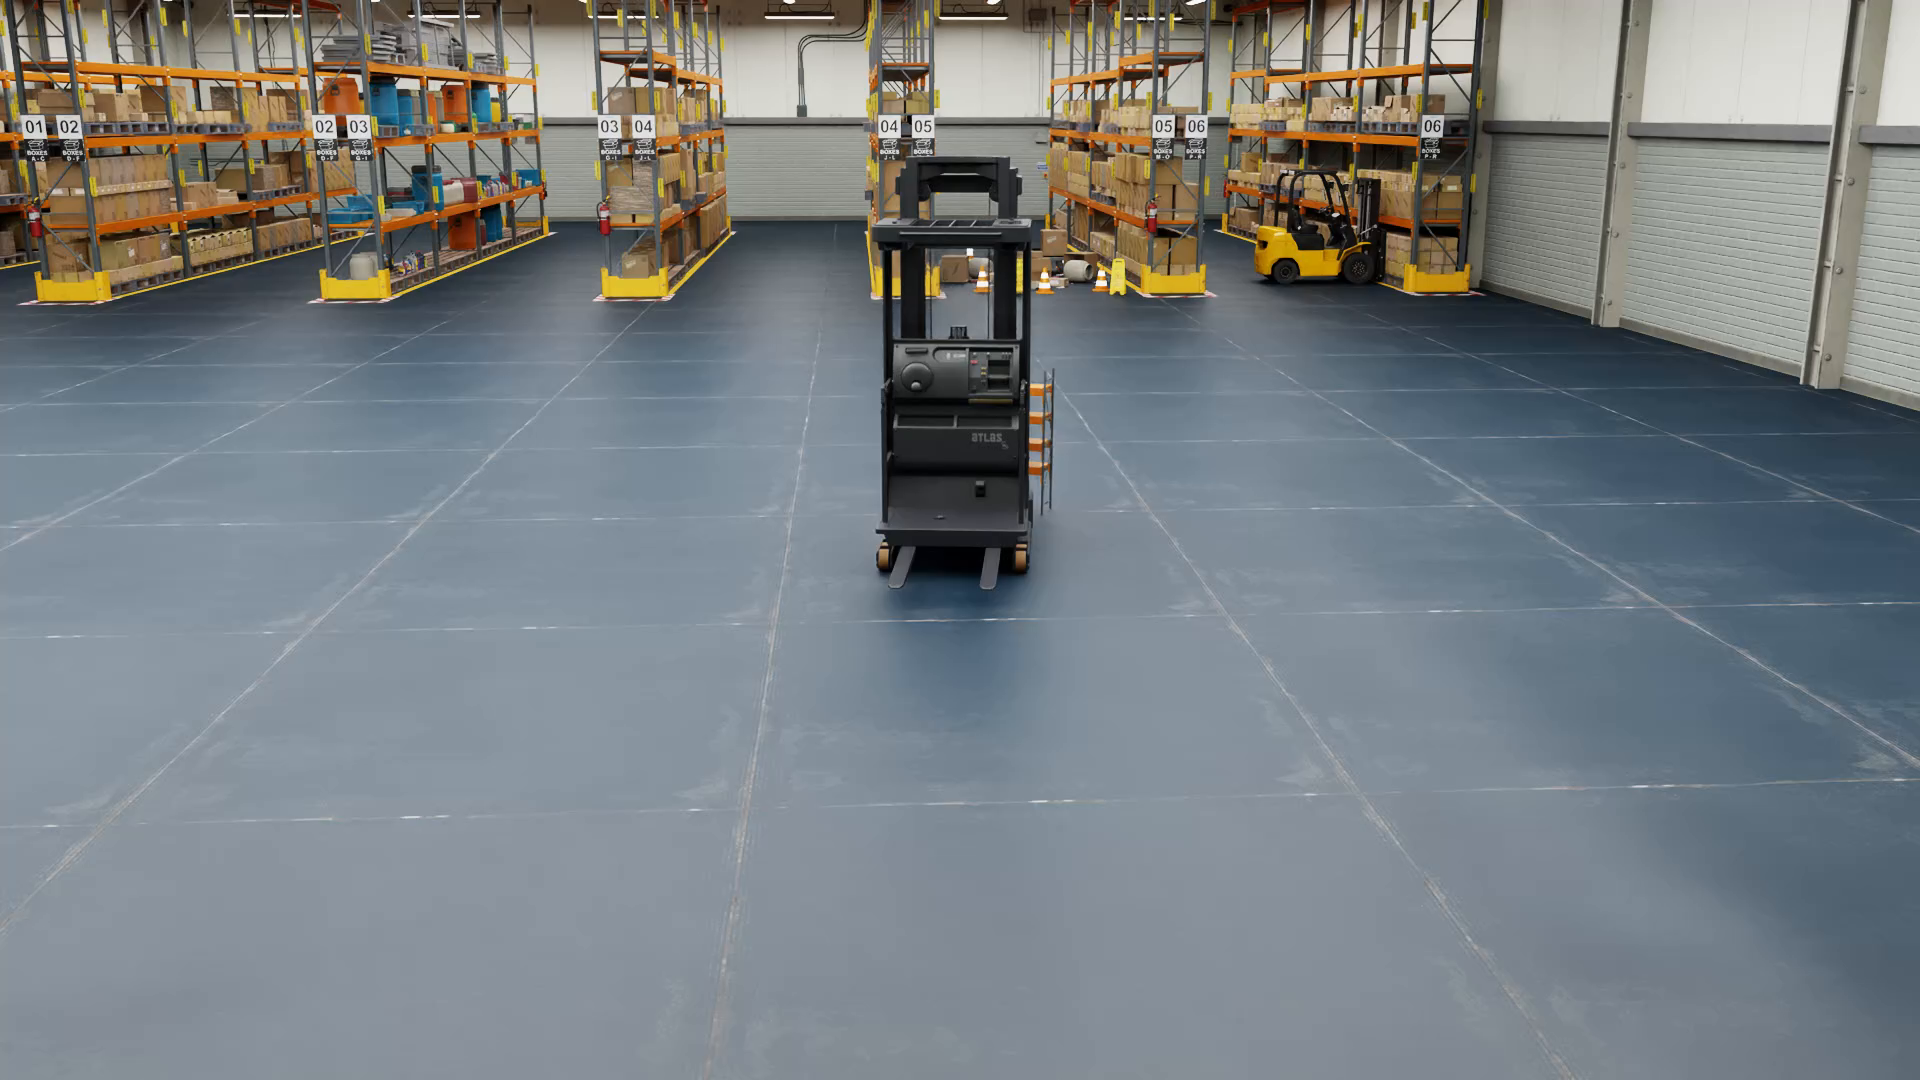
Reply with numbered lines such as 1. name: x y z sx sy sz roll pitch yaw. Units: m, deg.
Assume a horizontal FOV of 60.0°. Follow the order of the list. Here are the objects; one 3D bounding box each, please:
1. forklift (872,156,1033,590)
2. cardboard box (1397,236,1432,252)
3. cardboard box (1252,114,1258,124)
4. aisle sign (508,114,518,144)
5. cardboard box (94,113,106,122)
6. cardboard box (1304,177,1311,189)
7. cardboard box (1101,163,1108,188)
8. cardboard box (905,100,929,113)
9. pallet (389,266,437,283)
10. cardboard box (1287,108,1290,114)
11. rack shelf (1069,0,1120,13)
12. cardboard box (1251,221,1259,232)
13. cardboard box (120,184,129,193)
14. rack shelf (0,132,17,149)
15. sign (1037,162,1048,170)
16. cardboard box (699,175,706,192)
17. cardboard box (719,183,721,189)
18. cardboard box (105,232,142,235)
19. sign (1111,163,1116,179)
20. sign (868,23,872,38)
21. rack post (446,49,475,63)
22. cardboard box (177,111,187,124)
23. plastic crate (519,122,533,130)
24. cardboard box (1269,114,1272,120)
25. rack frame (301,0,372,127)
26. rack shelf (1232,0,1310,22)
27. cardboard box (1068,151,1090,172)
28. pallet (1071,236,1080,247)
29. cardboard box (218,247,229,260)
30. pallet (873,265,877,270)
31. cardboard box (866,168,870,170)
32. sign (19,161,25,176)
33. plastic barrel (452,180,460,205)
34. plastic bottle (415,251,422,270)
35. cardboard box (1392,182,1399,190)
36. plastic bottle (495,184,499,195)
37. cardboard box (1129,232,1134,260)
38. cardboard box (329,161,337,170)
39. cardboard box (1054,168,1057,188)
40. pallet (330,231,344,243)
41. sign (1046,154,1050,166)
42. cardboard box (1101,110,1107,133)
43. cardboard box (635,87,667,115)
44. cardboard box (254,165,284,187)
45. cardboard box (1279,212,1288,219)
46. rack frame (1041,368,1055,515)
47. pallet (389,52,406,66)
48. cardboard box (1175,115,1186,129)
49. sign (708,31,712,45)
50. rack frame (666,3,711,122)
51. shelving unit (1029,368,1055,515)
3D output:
1. forklift: -0.037 -1.263 12.053 1.130 2.935 3.031 1 14 3
2. cardboard box: 8.585 -5.598 31.431 0.500 0.250 0.500 0 14 -2
3. cardboard box: 7.859 -10.886 42.999 0.500 0.250 0.500 -1 14 -5
4. aisle sign: -12.155 -11.076 44.839 0.394 0.787 0.004 -1 14 -3
5. cardboard box: -15.704 -7.647 30.088 0.380 0.149 0.250 -1 14 -3
6. cardboard box: 8.188 -8.176 38.083 0.500 0.250 0.500 -1 14 -3
7. cardboard box: 3.375 -7.938 36.219 0.500 0.500 0.500 -1 14 -6
8. cardboard box: -0.737 -7.853 30.168 0.500 0.250 0.500 -1 14 -4
9. pallet: -11.111 -5.302 33.208 1.003 0.211 1.213 -1 14 -3
10. cardboard box: 8.033 -10.242 39.699 0.380 0.149 0.250 -1 14 -3
11. rack shelf: 3.352 -12.708 39.131 1.077 0.370 4.000 -1 14 -3
12. cardboard box: 7.832 -8.218 43.592 0.396 0.266 0.258 0 14 -1
13. cardboard box: -15.698 -6.533 30.896 0.380 0.149 0.250 -1 14 -4
14. rack shelf: -21.123 -8.268 34.567 1.077 0.370 4.000 -1 14 -3
15. sign: 2.555 -11.581 51.475 0.327 0.218 0.001 -1 14 -3
16. cardboard box: -6.243 -8.320 39.143 0.500 0.500 0.500 -1 14 -4
17. cardboard box: -6.448 -9.230 43.386 0.380 0.149 0.250 -1 14 -5
18. cardboard box: -16.300 -5.735 32.465 0.500 0.500 0.500 -1 14 -3
19. sign: 3.170 -7.600 34.223 0.100 0.325 0.005 -1 14 -3
20. sign: -2.000 -11.328 36.960 0.100 0.325 0.005 -1 14 -3
21. rack post: -11.445 -10.863 37.338 0.954 0.300 0.937 -1 14 -3
22. cardboard box: -16.120 -8.618 33.938 0.500 0.250 0.500 -2 15 -9
23. plastic crate: -11.508 -10.913 43.828 0.450 0.188 0.336 -1 14 -3
24. cardboard box: 7.829 -10.428 40.977 0.380 0.149 0.250 -1 14 -3
25. rack frame: -10.863 -8.730 28.898 1.000 3.000 0.127 -1 14 -3
26. rack shelf: 8.058 -13.780 43.299 1.077 0.370 4.000 -1 14 -3
27. cardboard box: 2.968 -9.458 41.557 0.500 0.500 0.500 -1 14 -3
28. pallet: 3.351 -7.498 41.743 1.003 0.211 1.213 -1 14 -3
29. cardboard box: -15.928 -6.103 35.400 0.500 0.250 0.500 -1 14 -2
30. pallet: -1.242 -5.407 33.617 1.003 0.211 1.213 -1 14 -3
31. cardboard box: -2.024 -8.749 39.477 0.380 0.149 0.250 0 14 -1
32. sign: -20.706 -8.195 36.691 0.100 0.325 0.005 -1 14 -3
33. plastic barrel: -11.056 -7.511 35.976 0.421 0.512 0.421 0 14 0
34. plastic bottle: -10.771 -5.546 32.997 0.144 0.351 0.185 -2 15 -6
35. cardboard box: 8.556 -6.832 32.059 0.380 0.149 0.250 -1 14 -5
36. plastic bottle: -11.206 -8.440 40.058 0.152 0.276 0.135 -1 14 -3
37. cardboard box: 3.601 -5.740 32.486 0.500 0.500 0.500 -1 14 -5
38. cardboard box: -16.396 -9.773 42.781 0.500 0.500 0.500 0 14 -2
39. cardboard box: 2.796 -9.706 44.529 0.500 0.500 0.500 -1 14 -4
40. pallet: -16.671 -7.858 43.145 1.003 0.211 1.213 -1 14 -3
41. sign: 2.426 -10.484 45.858 0.100 0.325 0.005 -1 14 -3
42. cardboard box: 3.524 -9.309 36.967 0.700 0.500 0.500 -1 14 -3
43. cardboard box: -5.742 -8.162 30.908 0.500 0.500 0.500 -1 14 -4
44. cardboard box: -16.639 -8.694 39.754 0.700 0.500 0.500 1 14 5
45. cardboard box: 8.082 -8.006 40.995 0.380 0.149 0.250 0 14 -1
46. rack frame: 0.727 -0.815 13.772 0.015 1.200 0.240 6 14 21
47. pallet: -10.953 -8.931 30.861 1.003 0.211 1.213 -1 14 -3
48. cardboard box: 4.206 -7.708 30.647 0.500 0.250 0.500 -1 14 -4
49. sign: -6.122 -12.293 40.712 0.100 0.325 0.005 -1 14 -3
50. rack frame: -6.663 -11.791 40.794 1.000 3.000 0.127 -1 14 -3
51. shelving unit: 0.499 -0.837 13.858 0.503 1.200 0.258 6 14 21
